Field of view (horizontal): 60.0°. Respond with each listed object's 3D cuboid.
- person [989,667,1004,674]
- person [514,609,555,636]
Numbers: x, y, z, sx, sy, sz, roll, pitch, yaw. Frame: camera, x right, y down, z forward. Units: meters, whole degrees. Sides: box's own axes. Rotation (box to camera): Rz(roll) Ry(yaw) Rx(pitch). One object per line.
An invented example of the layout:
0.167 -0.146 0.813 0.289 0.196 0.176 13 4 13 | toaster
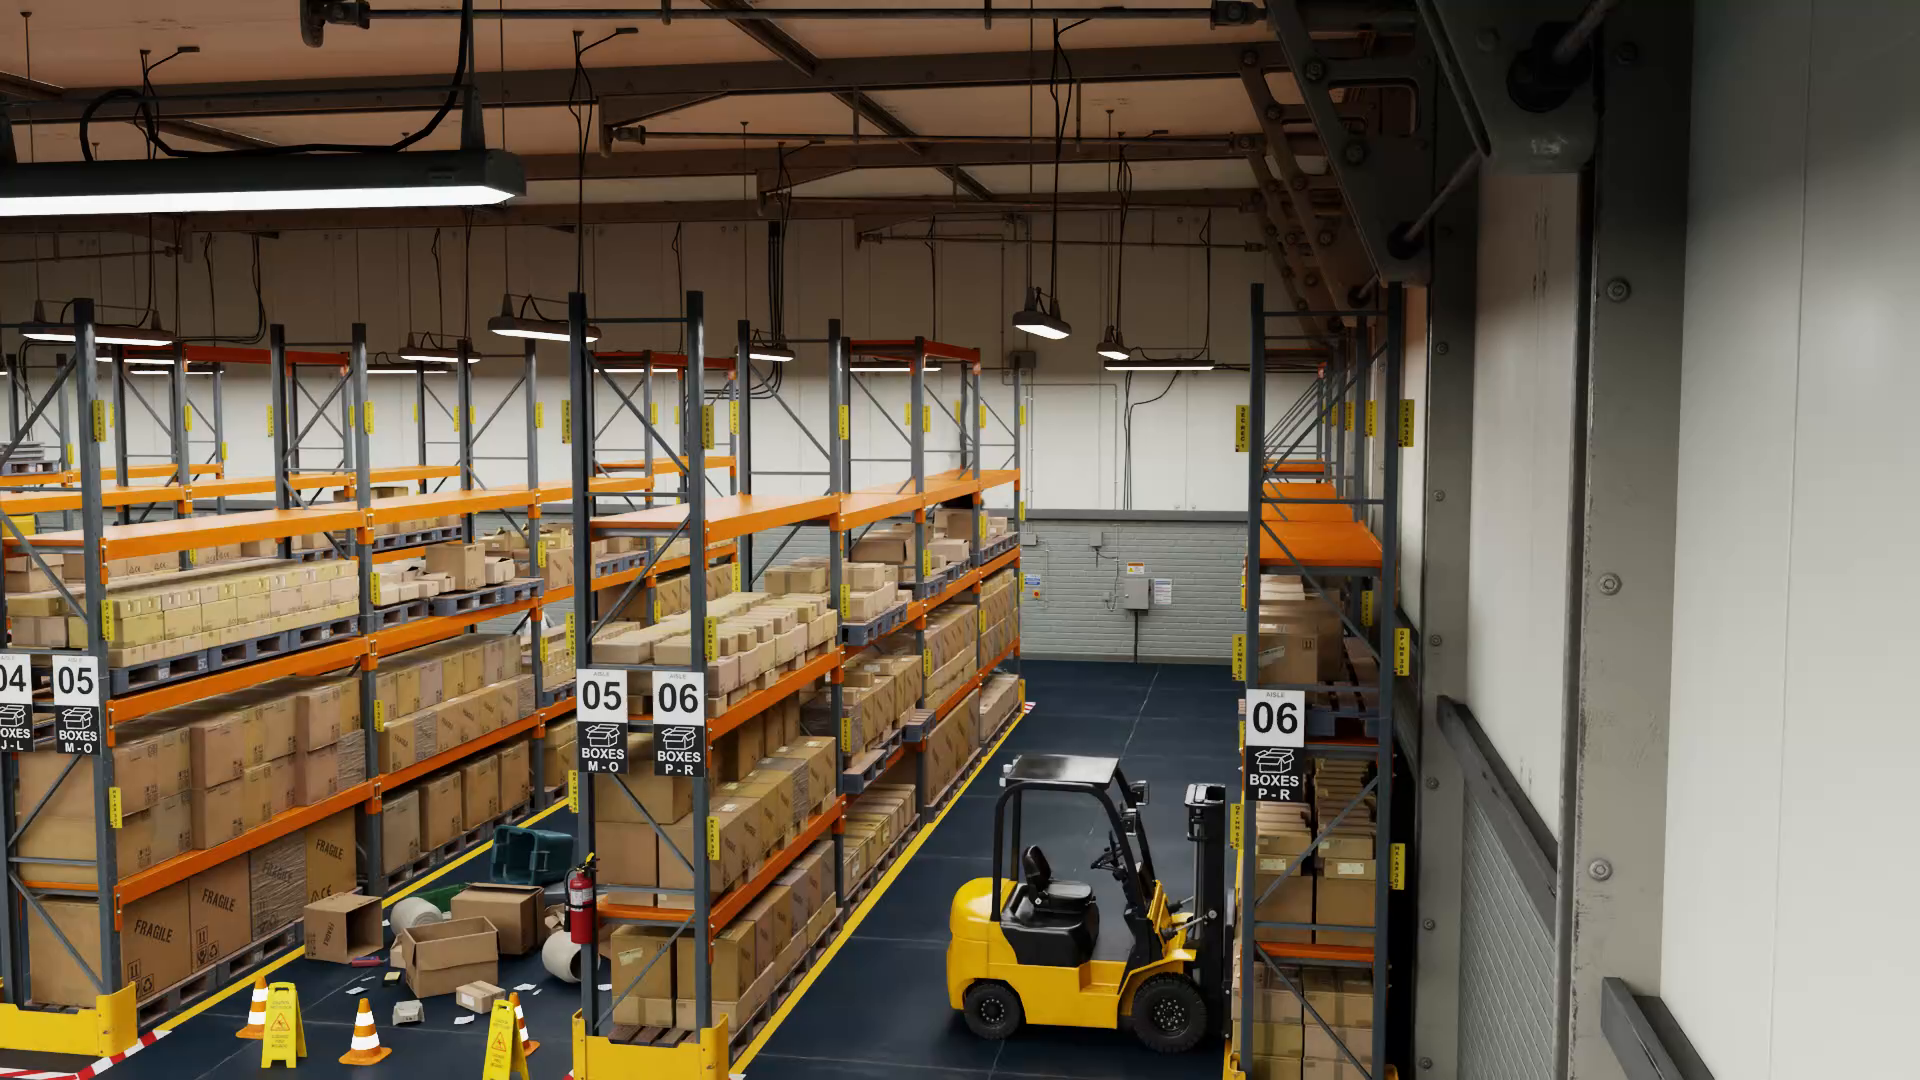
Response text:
0.464 1.888 30.027 0.687 1.728 0.699 0 5 -3 | person
-7.530 1.899 29.645 0.699 1.781 0.789 -3 5 -32 | person
